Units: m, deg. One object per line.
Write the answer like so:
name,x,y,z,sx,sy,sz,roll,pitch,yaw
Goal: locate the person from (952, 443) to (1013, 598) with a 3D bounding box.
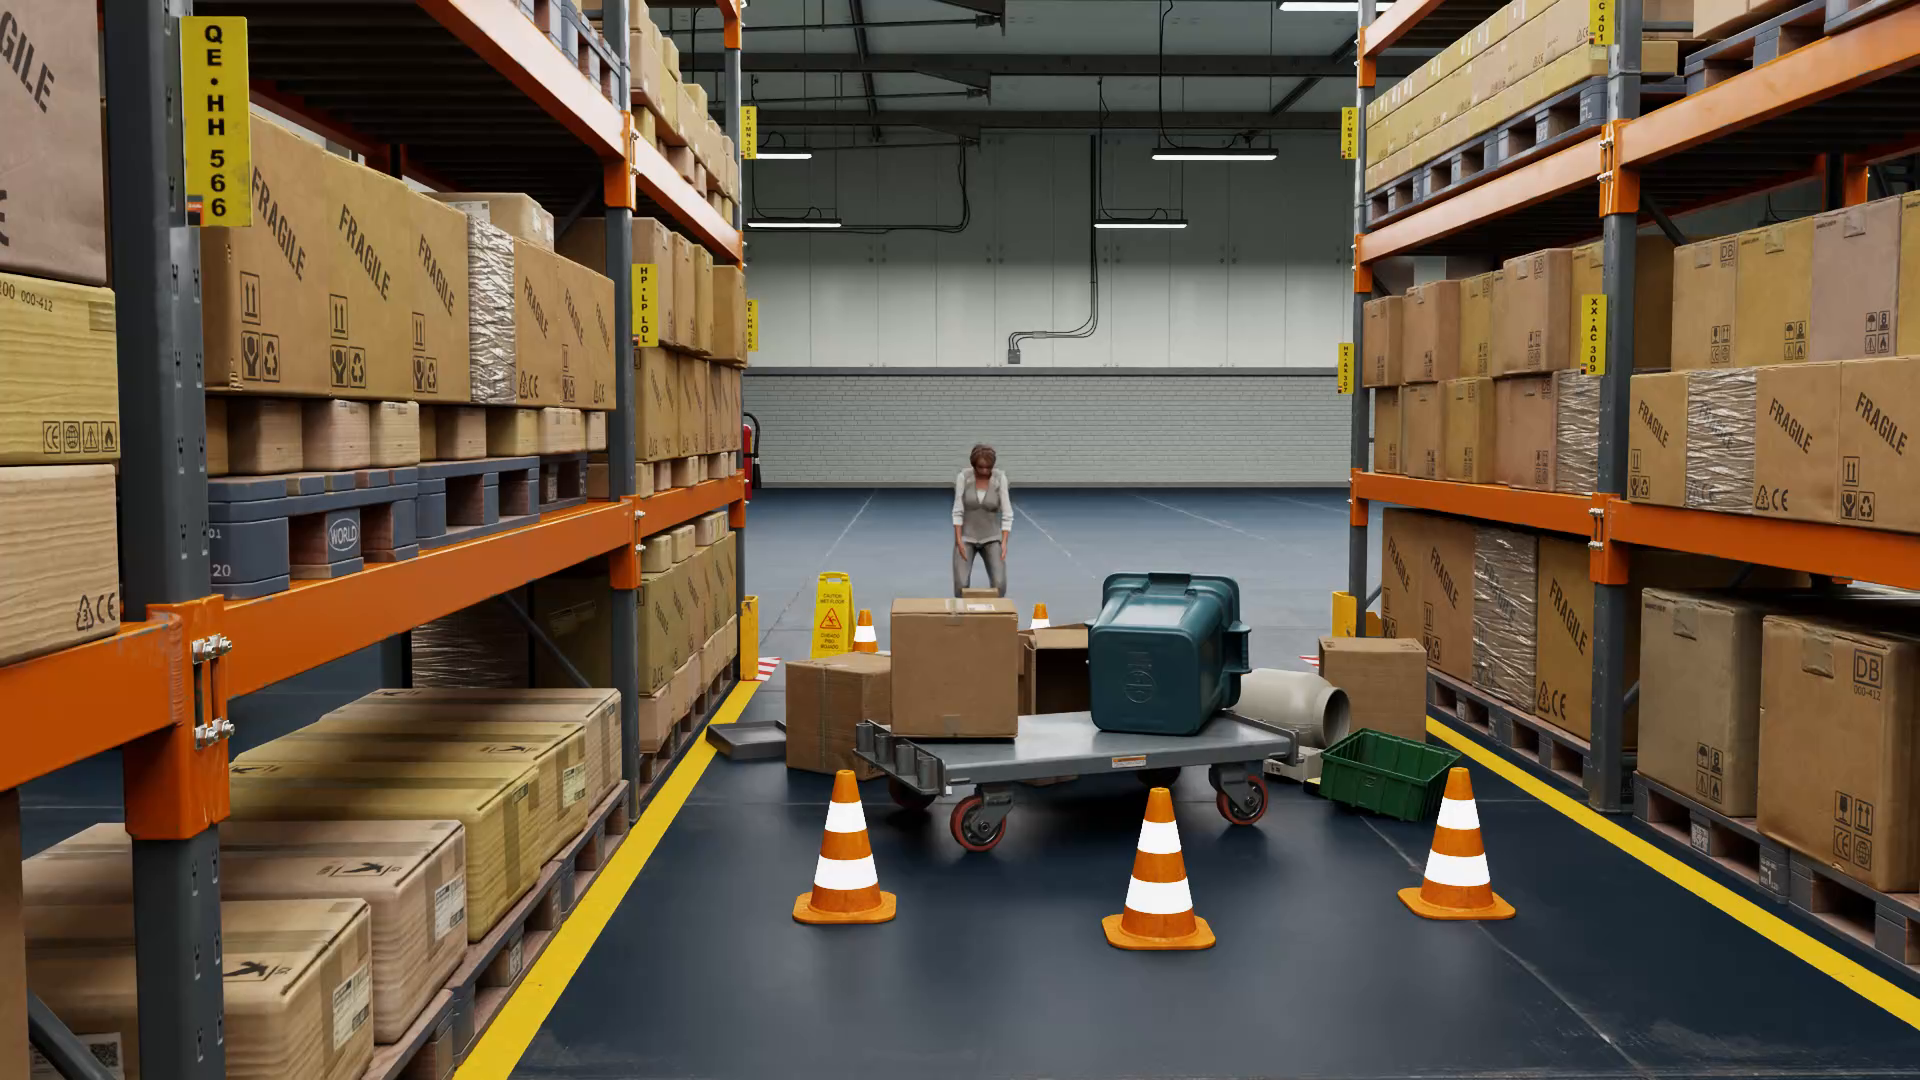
person,0.163,0.049,12.130,0.447,1.453,0.497,0,4,0
